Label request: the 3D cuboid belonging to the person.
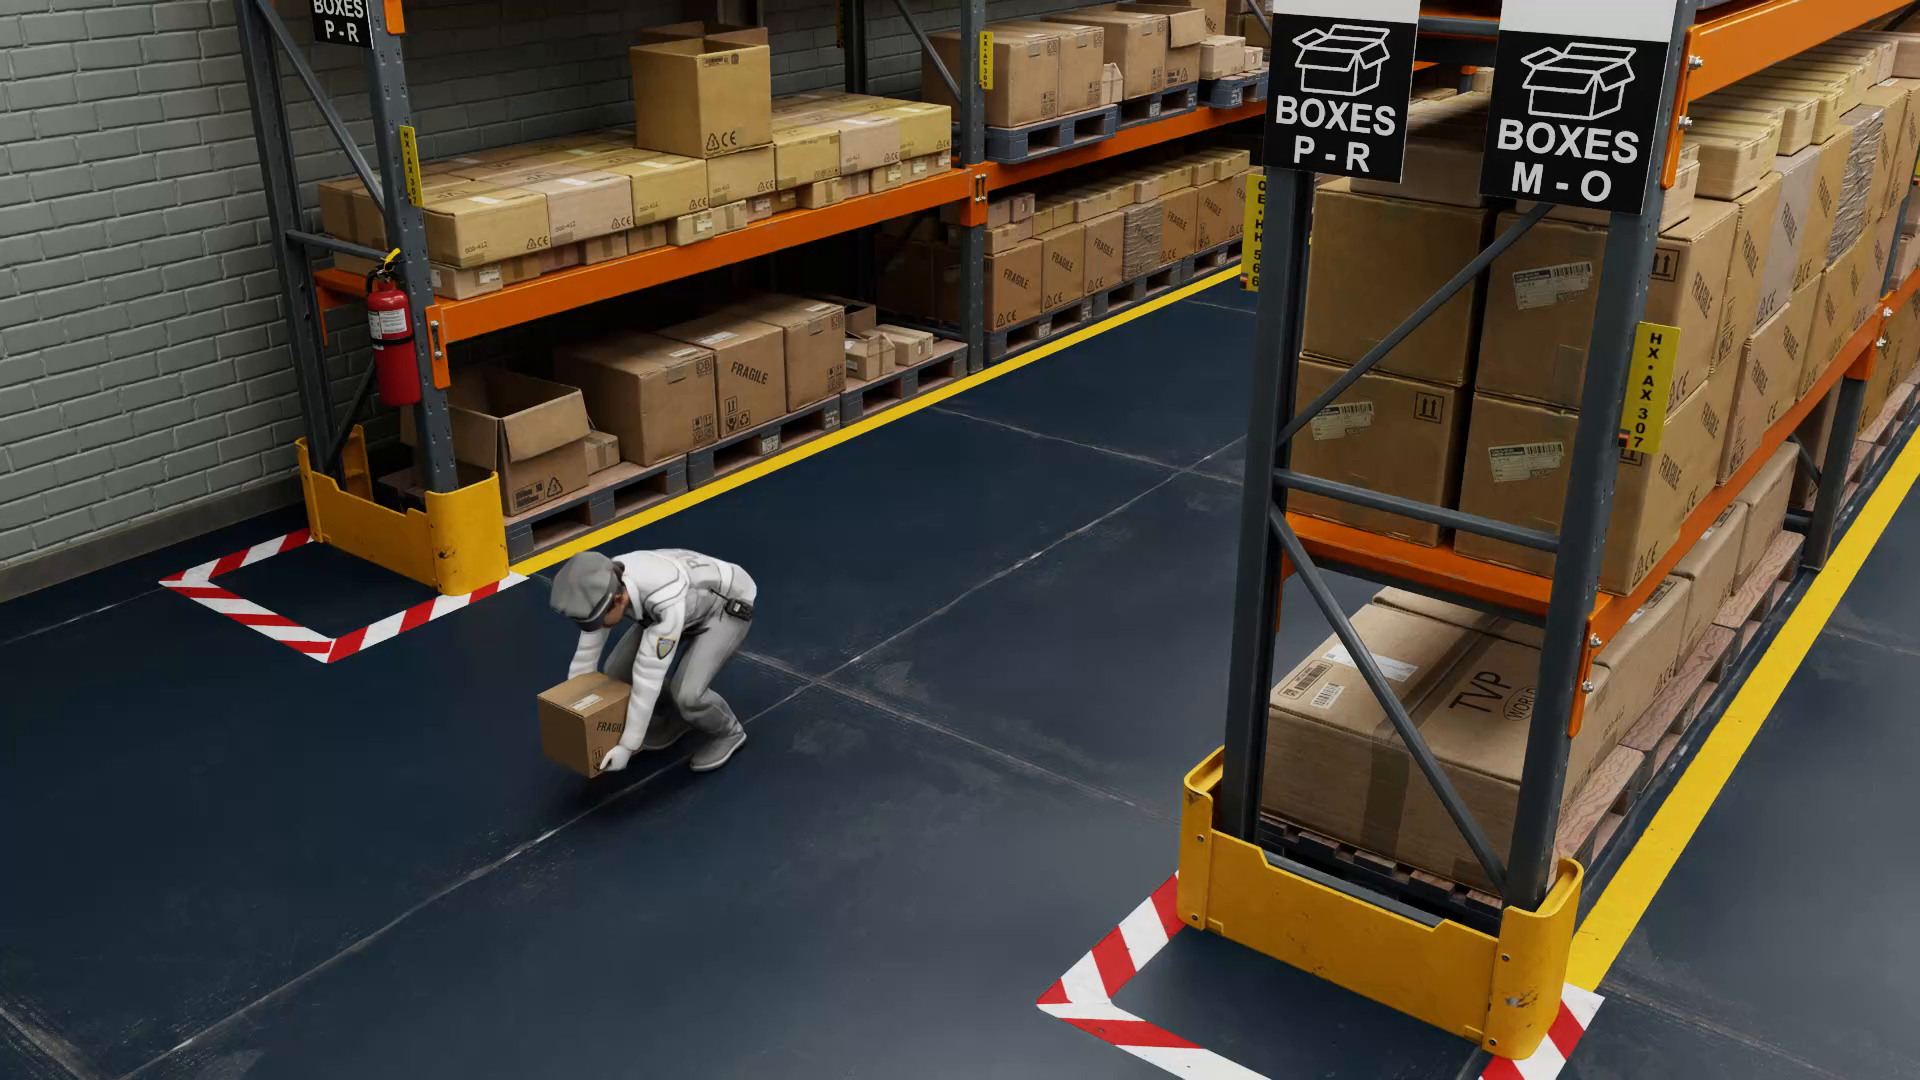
[{"bbox_3d":[-1.106,0.399,6.056,0.465,0.977,0.886,16,28,32],"label":"person"}]
